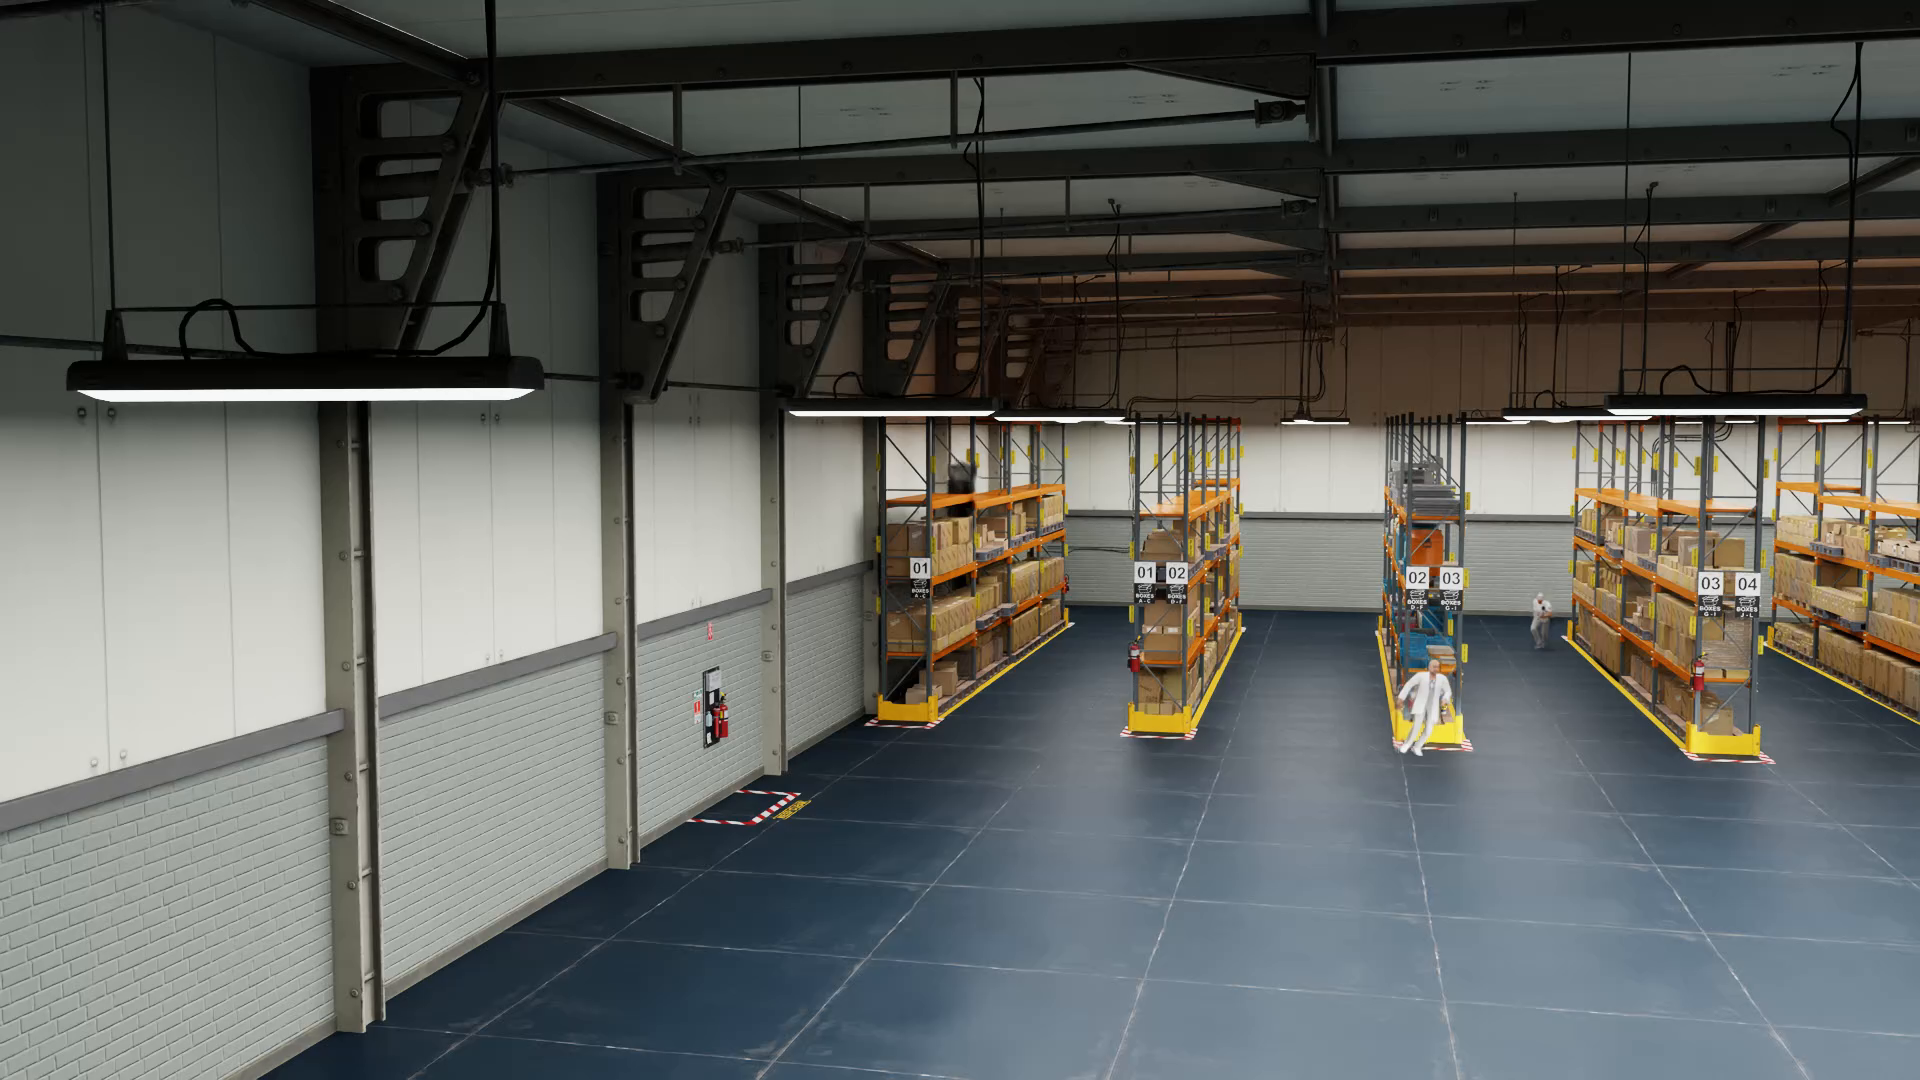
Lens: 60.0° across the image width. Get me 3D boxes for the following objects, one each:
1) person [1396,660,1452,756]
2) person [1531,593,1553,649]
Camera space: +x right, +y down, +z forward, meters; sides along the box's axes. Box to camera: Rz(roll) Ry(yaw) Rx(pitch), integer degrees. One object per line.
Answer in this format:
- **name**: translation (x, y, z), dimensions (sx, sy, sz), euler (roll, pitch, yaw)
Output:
- **person**: translation (8.141, 2.946, 29.009), dimensions (0.903, 1.710, 0.662), euler (0, 4, -6)
- **person**: translation (15.035, 2.058, 42.888), dimensions (0.614, 1.467, 1.080), euler (3, 5, 35)
